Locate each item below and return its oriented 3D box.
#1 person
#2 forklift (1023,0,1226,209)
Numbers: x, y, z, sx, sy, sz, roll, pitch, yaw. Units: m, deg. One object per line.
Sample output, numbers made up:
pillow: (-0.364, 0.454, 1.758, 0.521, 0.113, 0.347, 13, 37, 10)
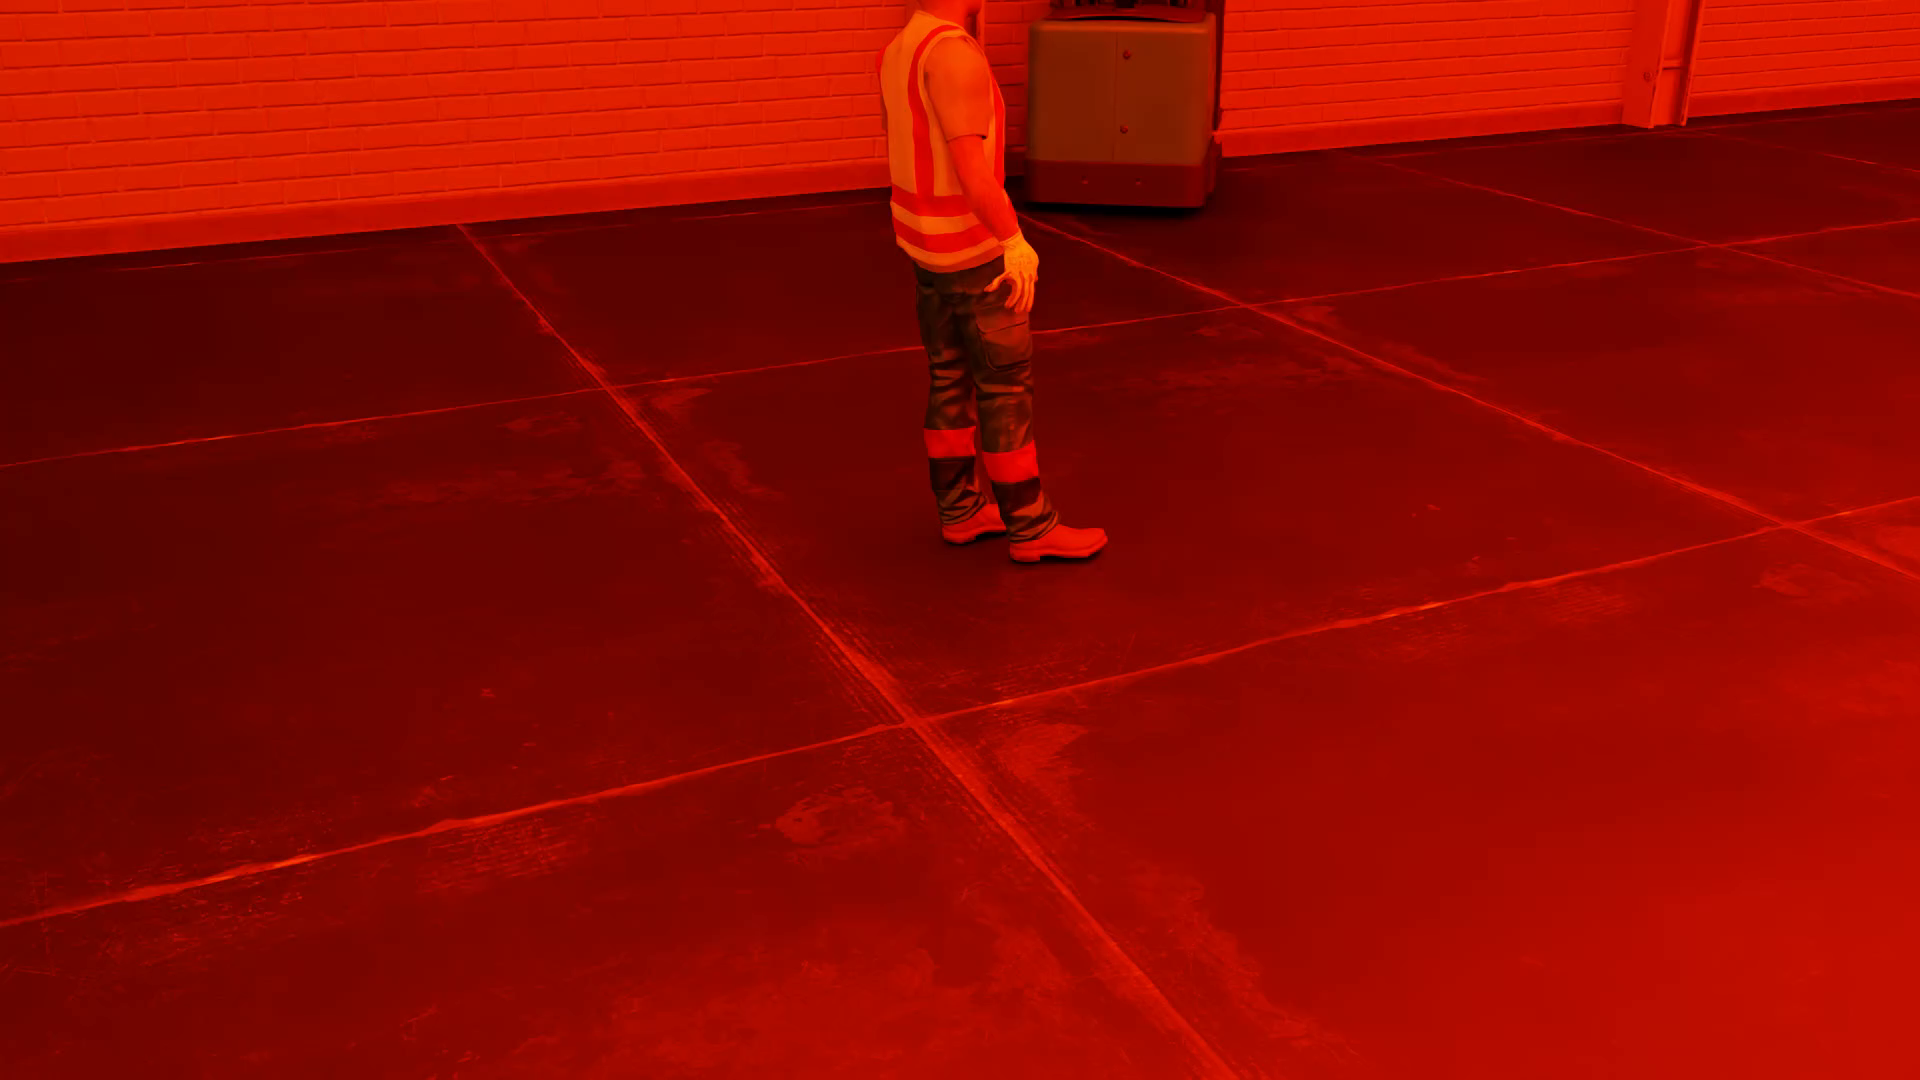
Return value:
person: (0.078, -0.842, 4.782, 0.564, 1.787, 0.637, -10, 25, -23)
forklift: (1.143, -3.781, 10.388, 1.130, 2.935, 3.031, 4, 23, 10)
